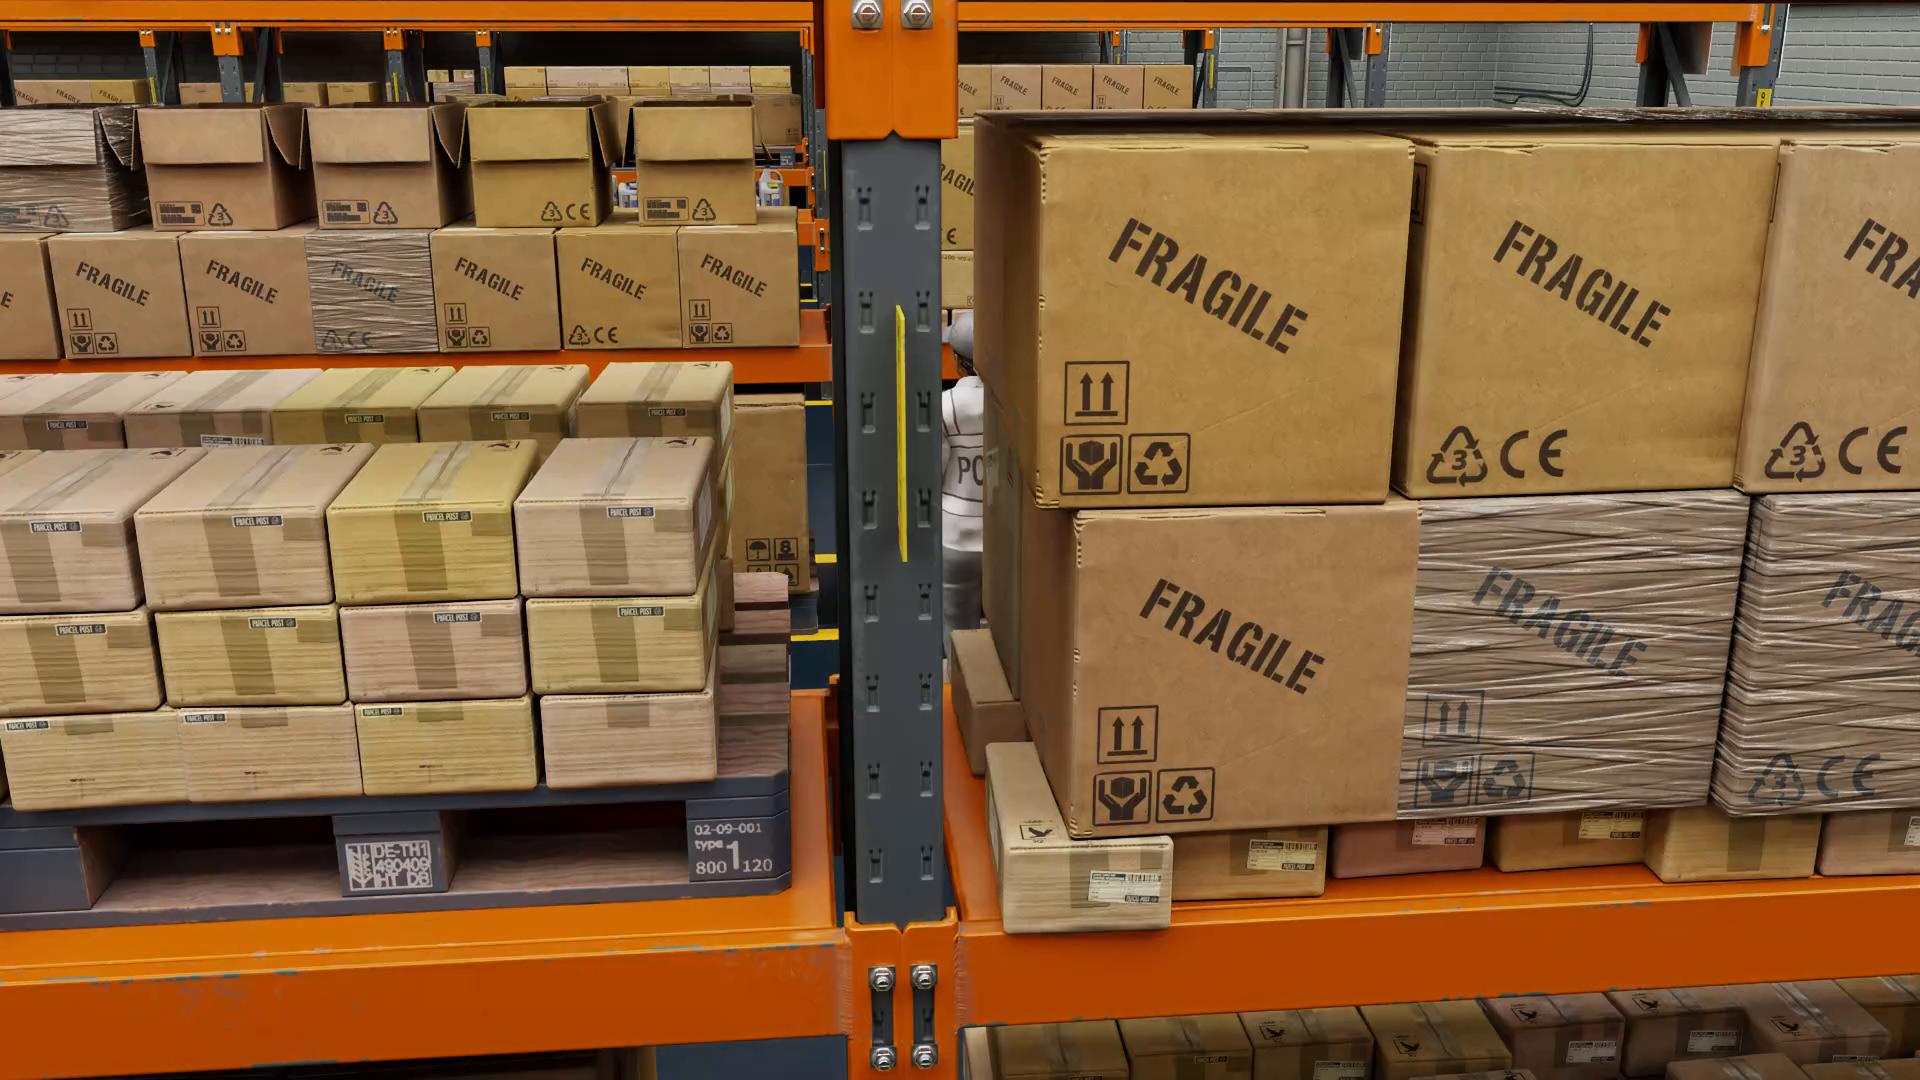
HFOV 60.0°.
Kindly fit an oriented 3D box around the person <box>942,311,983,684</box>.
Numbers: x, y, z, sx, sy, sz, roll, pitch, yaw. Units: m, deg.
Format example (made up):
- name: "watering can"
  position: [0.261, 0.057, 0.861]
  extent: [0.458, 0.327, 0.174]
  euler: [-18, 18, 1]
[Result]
- name: "person"
  position: [0.085, -0.018, 6.059]
  extent: [0.597, 1.670, 0.529]
  euler: [-4, 17, -12]
